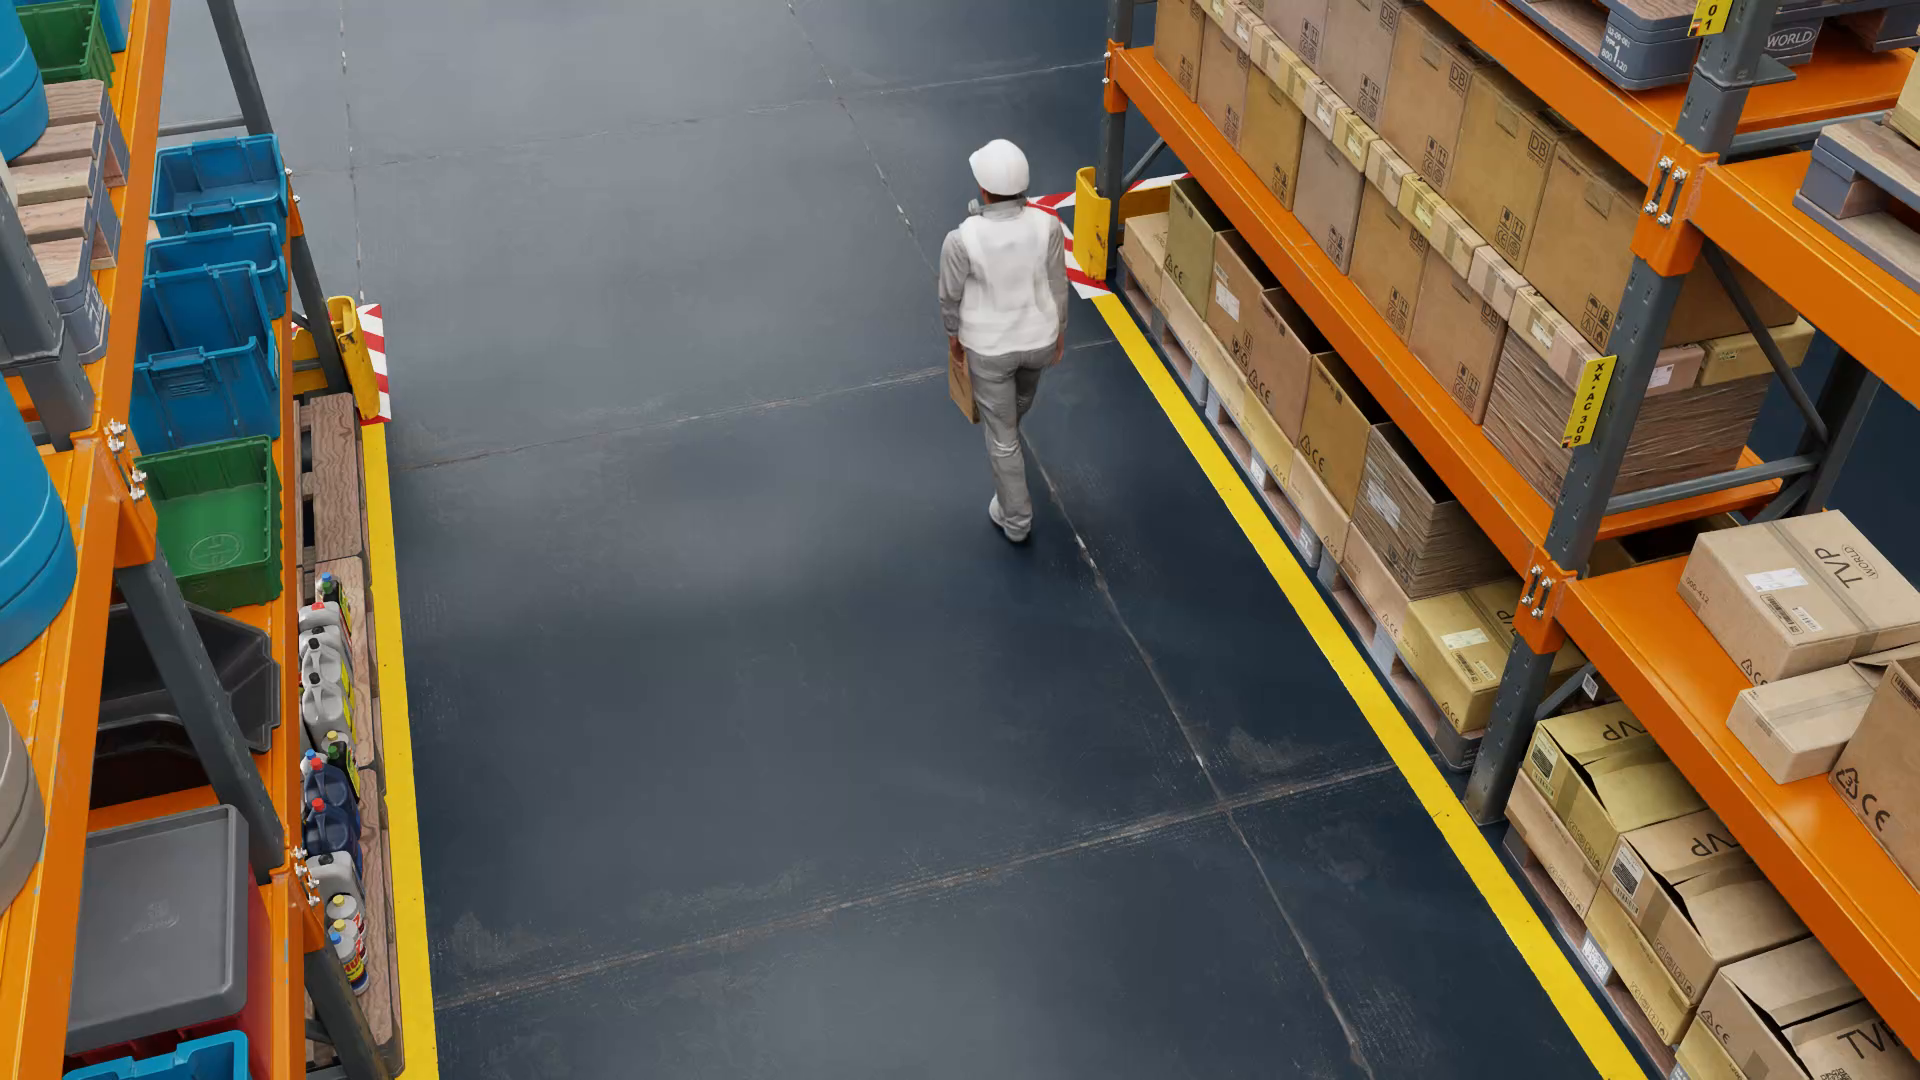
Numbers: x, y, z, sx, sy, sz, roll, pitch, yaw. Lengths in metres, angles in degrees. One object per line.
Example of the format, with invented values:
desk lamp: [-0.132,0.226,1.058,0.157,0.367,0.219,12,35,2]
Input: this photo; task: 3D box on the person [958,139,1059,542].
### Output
person: [0.176,-0.957,7.207,0.448,1.714,1.015,-12,43,-13]
